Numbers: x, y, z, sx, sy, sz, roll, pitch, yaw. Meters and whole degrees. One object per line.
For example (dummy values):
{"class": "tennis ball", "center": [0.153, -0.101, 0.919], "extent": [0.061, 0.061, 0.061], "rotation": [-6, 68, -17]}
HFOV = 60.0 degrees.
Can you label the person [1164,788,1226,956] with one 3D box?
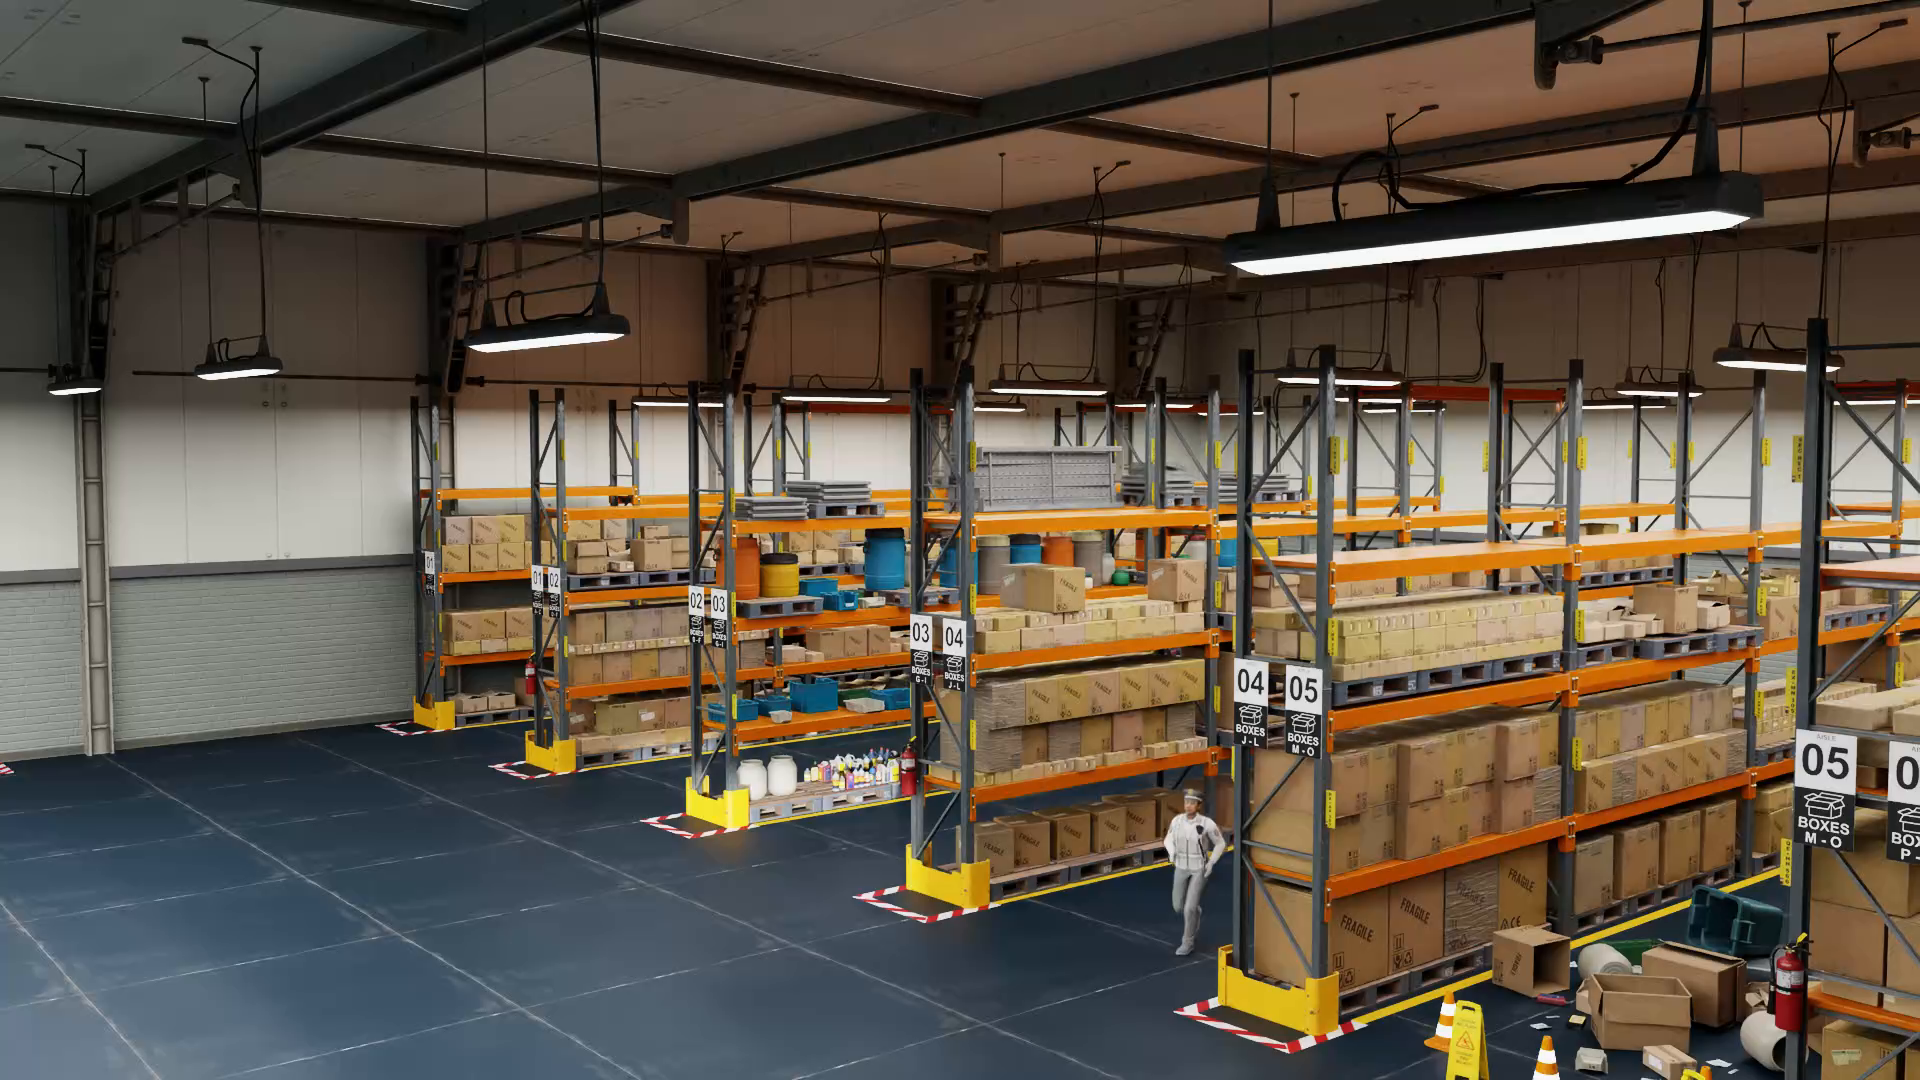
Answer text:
{"class": "person", "center": [2.375, 3.333, 16.908], "extent": [0.619, 1.663, 0.684], "rotation": [2, 4, 28]}
